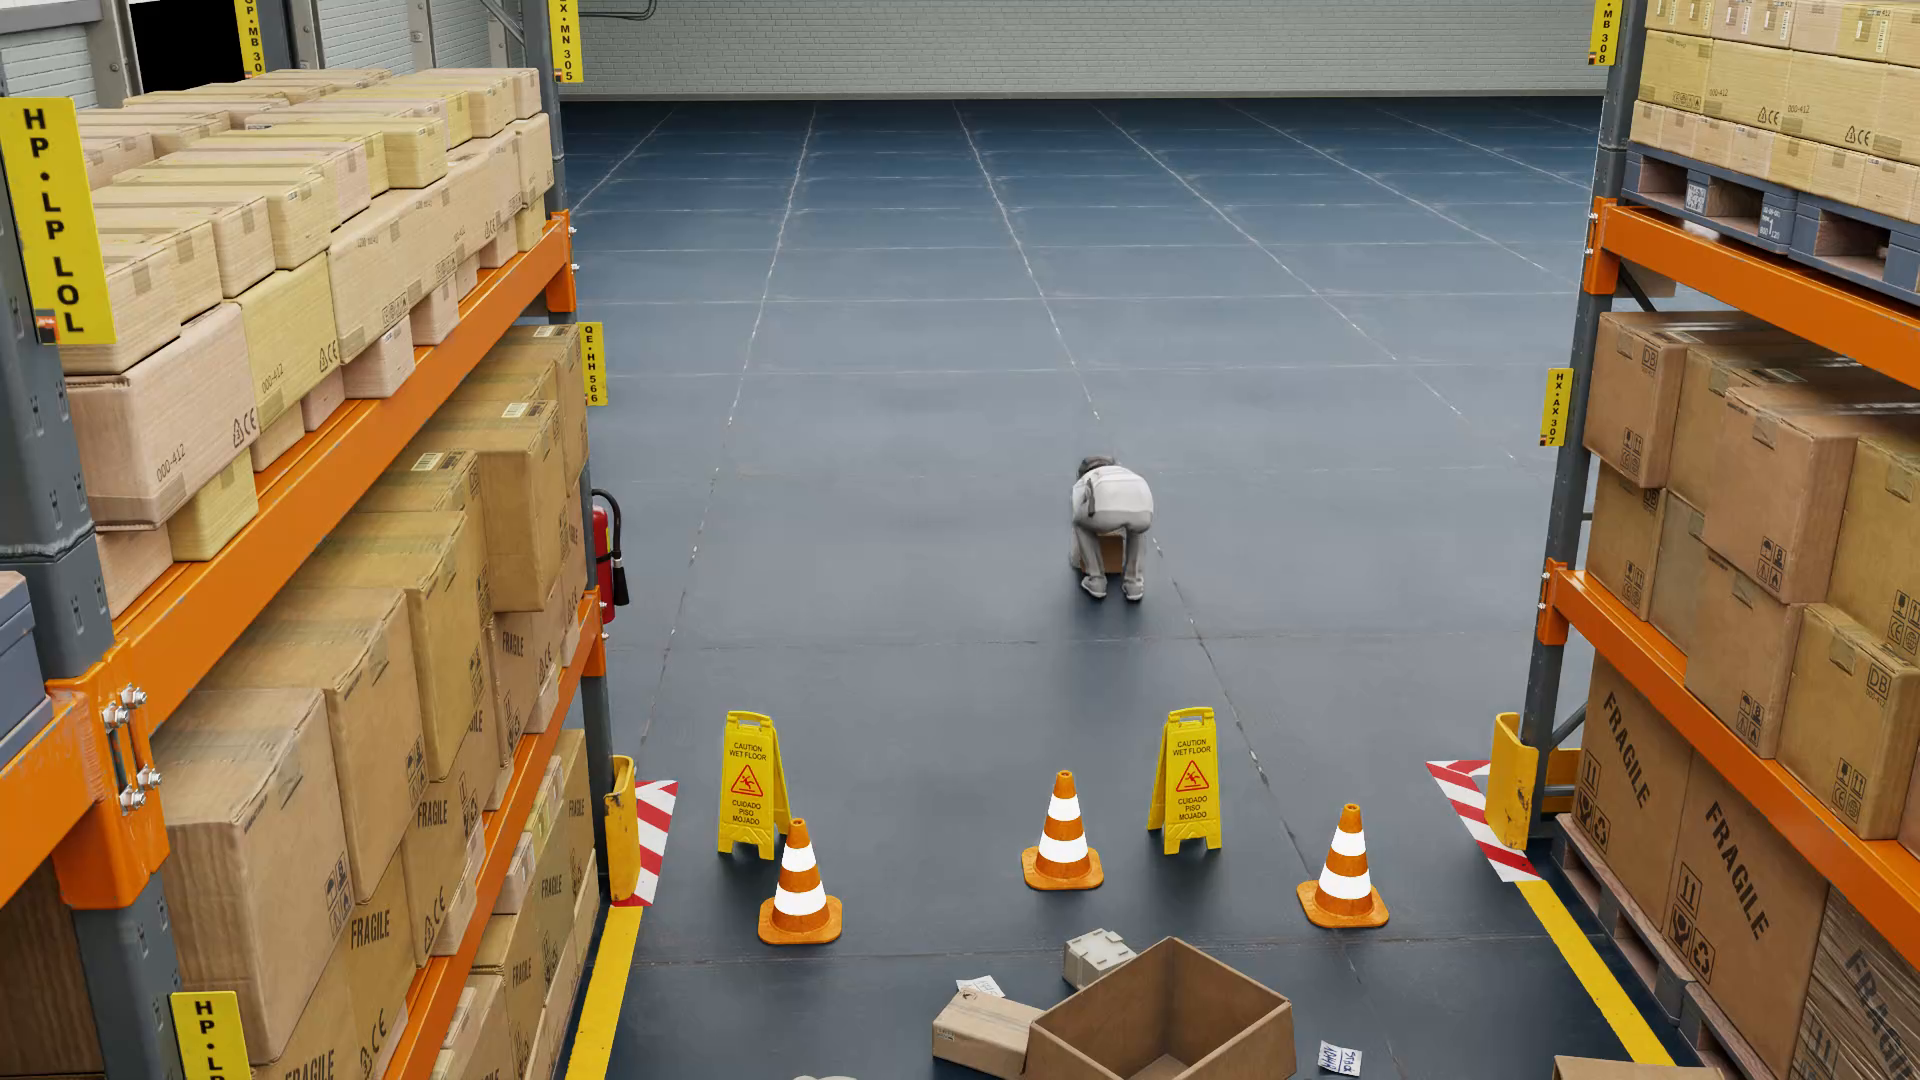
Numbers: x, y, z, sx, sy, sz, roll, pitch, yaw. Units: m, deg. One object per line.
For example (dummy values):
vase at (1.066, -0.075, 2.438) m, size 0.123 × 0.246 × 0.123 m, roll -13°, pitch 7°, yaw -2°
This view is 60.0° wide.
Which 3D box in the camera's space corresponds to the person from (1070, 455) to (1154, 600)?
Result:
person at (0.914, -0.082, 10.091) m, size 0.452 × 0.801 × 0.897 m, roll -2°, pitch 21°, yaw -5°
